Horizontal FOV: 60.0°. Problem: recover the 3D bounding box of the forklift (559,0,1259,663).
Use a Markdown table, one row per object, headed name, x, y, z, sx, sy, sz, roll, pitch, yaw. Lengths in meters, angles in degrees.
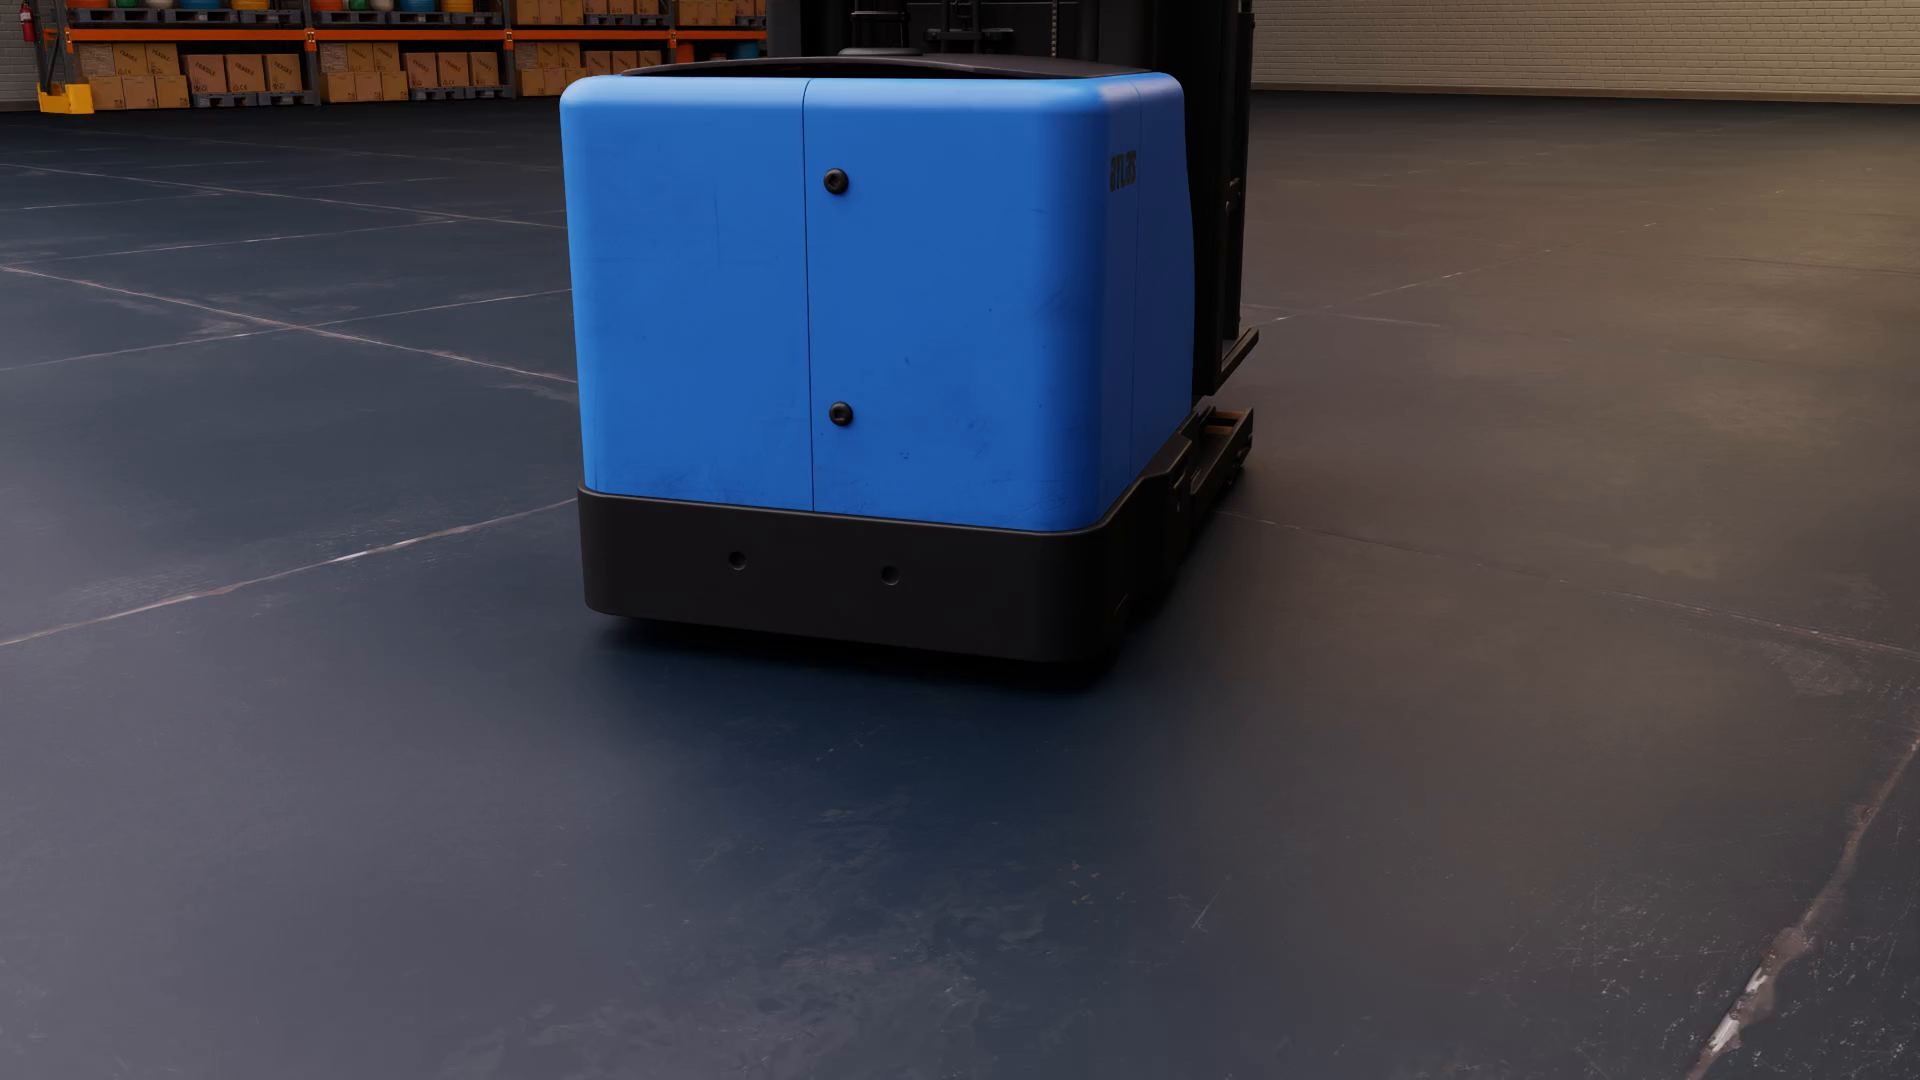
| name | x | y | z | sx | sy | sz | roll | pitch | yaw |
| --- | --- | --- | --- | --- | --- | --- | --- | --- | --- |
| forklift | 0.182 | -1.571 | 4.072 | 1.130 | 2.935 | 3.031 | 5 | 18 | 17 |
